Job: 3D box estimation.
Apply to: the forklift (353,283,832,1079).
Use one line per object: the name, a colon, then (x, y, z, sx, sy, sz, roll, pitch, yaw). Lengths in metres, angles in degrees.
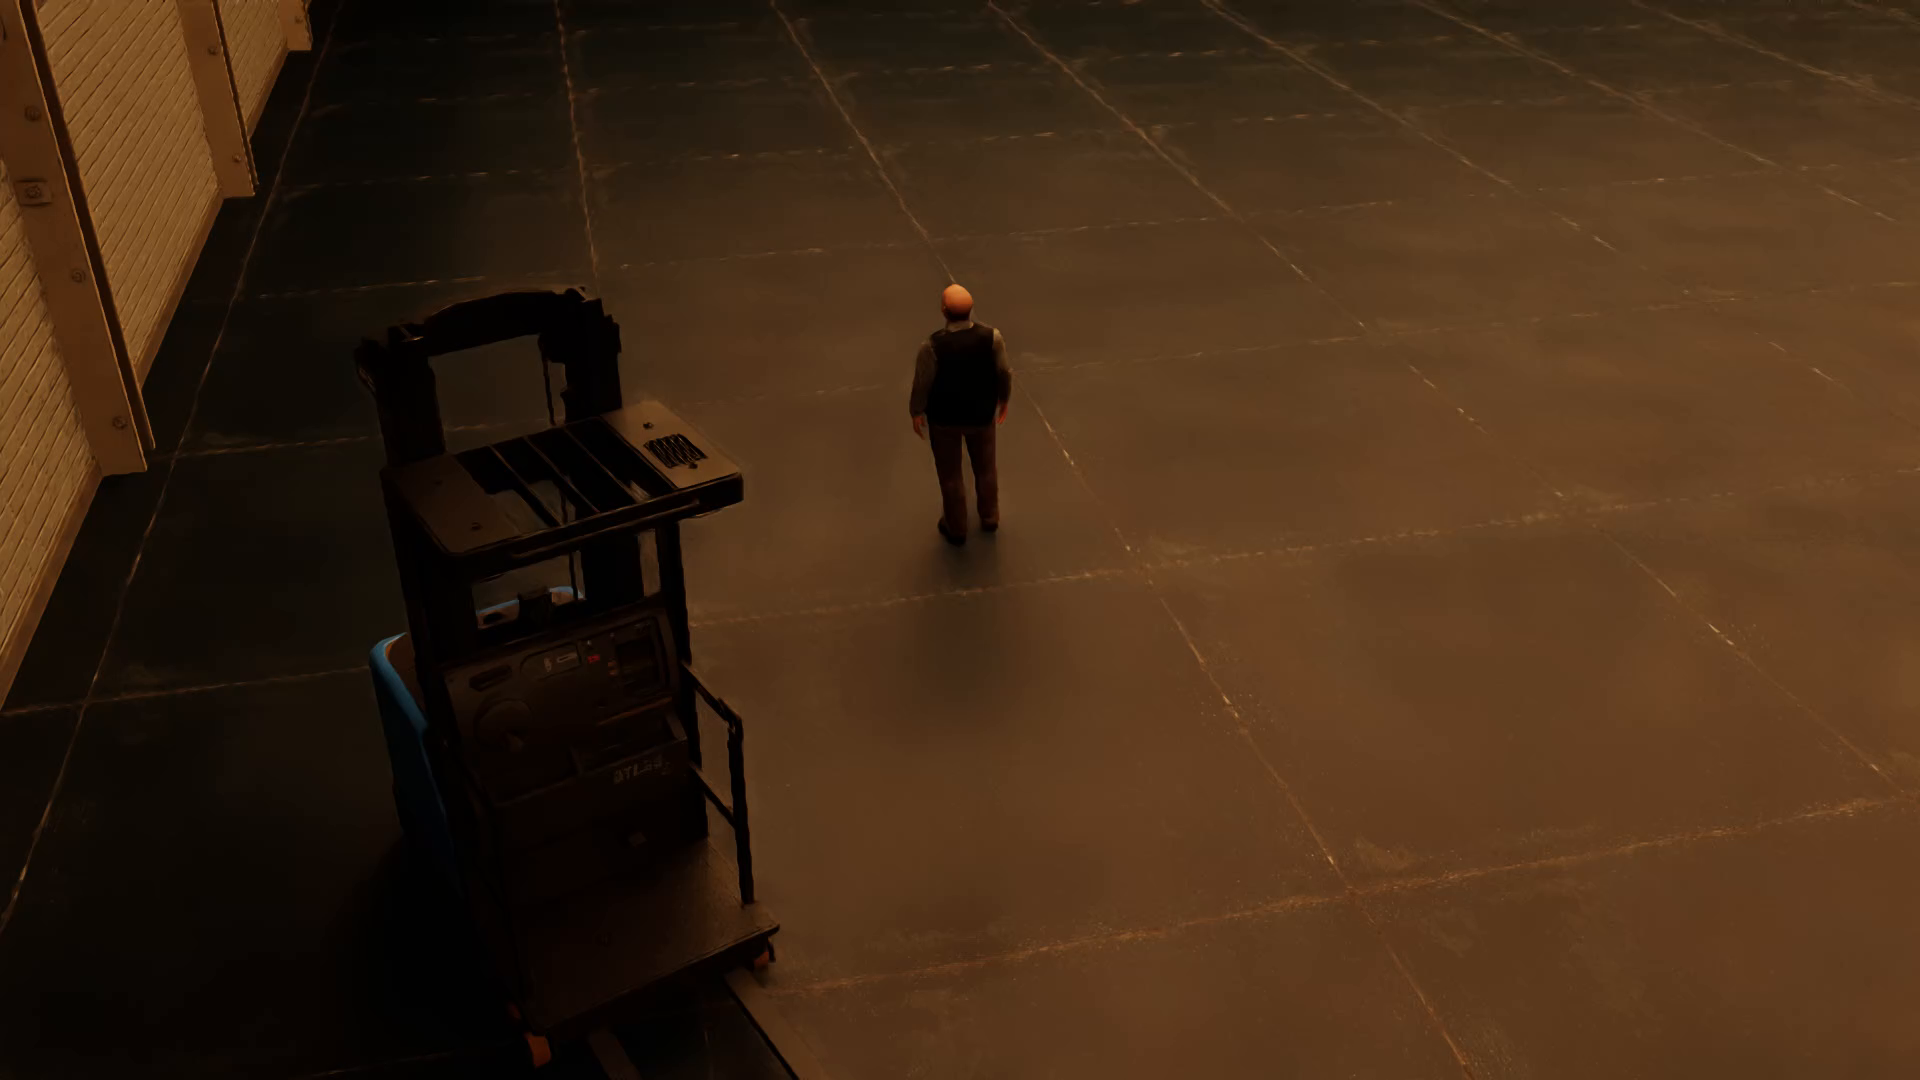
forklift: (-1.468, 0.609, 6.523, 1.130, 2.935, 3.031, -18, 35, -29)

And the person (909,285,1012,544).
person: (-0.007, -0.783, 10.119, 0.632, 1.720, 0.567, -7, 31, -12)
